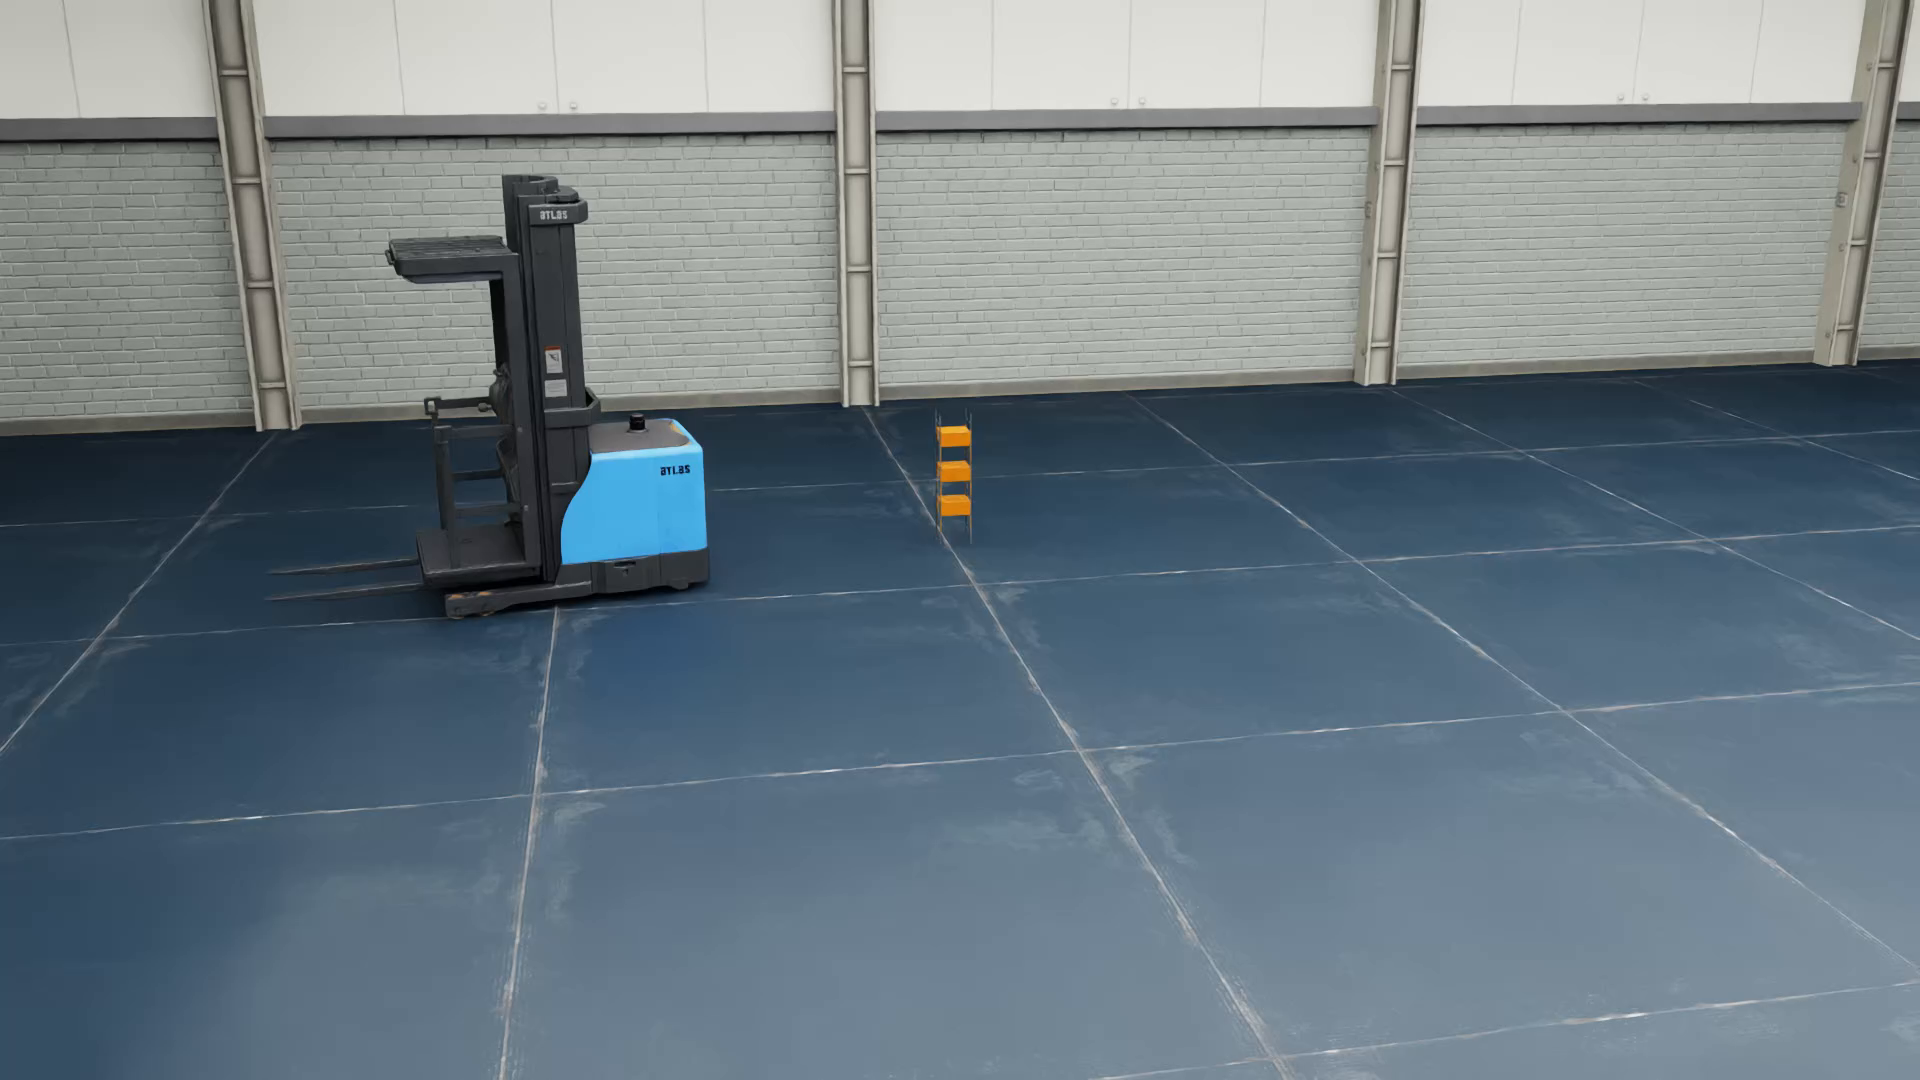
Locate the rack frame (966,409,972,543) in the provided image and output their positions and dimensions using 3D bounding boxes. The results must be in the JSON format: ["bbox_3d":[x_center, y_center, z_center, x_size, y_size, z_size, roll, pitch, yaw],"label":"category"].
[{"bbox_3d":[0.067,-0.506,13.170,0.008,1.050,0.200,-3,17,-10],"label":"rack frame"}]

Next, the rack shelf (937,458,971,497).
[{"bbox_3d":[-0.053,-0.489,13.151,0.240,0.259,0.215,-3,17,-10],"label":"rack shelf"}]

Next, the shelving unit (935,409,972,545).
[{"bbox_3d":[-0.053,-0.499,13.148,0.252,1.050,0.215,-3,17,-10],"label":"shelving unit"}]

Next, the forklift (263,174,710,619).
[{"bbox_3d":[-3.400,-1.028,11.665,3.031,2.935,1.130,-6,18,-20],"label":"forklift"}]

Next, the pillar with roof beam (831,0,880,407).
[{"bbox_3d":[-0.278,-4.551,12.803,0.400,9.000,9.100,-3,17,-10],"label":"pillar with roof beam"}]

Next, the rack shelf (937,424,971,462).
[{"bbox_3d":[-0.053,-0.760,13.068,0.240,0.259,0.215,-3,17,-10],"label":"rack shelf"}]

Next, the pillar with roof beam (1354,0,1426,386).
[{"bbox_3d":[5.613,-4.885,13.891,0.400,9.000,9.100,-3,17,-10],"label":"pillar with roof beam"}]

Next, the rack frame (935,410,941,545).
[{"bbox_3d":[-0.172,-0.492,13.126,0.008,1.050,0.200,-3,17,-10],"label":"rack frame"}]

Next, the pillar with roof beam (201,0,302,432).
[{"bbox_3d":[-6.169,-4.217,11.715,0.400,9.000,9.100,-3,17,-10],"label":"pillar with roof beam"}]

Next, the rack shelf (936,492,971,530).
[{"bbox_3d":[-0.053,-0.223,13.233,0.240,0.259,0.215,-3,17,-10],"label":"rack shelf"}]

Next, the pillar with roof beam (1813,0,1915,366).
[{"bbox_3d":[11.504,-5.220,14.979,0.400,9.000,9.100,-3,17,-10],"label":"pillar with roof beam"}]
